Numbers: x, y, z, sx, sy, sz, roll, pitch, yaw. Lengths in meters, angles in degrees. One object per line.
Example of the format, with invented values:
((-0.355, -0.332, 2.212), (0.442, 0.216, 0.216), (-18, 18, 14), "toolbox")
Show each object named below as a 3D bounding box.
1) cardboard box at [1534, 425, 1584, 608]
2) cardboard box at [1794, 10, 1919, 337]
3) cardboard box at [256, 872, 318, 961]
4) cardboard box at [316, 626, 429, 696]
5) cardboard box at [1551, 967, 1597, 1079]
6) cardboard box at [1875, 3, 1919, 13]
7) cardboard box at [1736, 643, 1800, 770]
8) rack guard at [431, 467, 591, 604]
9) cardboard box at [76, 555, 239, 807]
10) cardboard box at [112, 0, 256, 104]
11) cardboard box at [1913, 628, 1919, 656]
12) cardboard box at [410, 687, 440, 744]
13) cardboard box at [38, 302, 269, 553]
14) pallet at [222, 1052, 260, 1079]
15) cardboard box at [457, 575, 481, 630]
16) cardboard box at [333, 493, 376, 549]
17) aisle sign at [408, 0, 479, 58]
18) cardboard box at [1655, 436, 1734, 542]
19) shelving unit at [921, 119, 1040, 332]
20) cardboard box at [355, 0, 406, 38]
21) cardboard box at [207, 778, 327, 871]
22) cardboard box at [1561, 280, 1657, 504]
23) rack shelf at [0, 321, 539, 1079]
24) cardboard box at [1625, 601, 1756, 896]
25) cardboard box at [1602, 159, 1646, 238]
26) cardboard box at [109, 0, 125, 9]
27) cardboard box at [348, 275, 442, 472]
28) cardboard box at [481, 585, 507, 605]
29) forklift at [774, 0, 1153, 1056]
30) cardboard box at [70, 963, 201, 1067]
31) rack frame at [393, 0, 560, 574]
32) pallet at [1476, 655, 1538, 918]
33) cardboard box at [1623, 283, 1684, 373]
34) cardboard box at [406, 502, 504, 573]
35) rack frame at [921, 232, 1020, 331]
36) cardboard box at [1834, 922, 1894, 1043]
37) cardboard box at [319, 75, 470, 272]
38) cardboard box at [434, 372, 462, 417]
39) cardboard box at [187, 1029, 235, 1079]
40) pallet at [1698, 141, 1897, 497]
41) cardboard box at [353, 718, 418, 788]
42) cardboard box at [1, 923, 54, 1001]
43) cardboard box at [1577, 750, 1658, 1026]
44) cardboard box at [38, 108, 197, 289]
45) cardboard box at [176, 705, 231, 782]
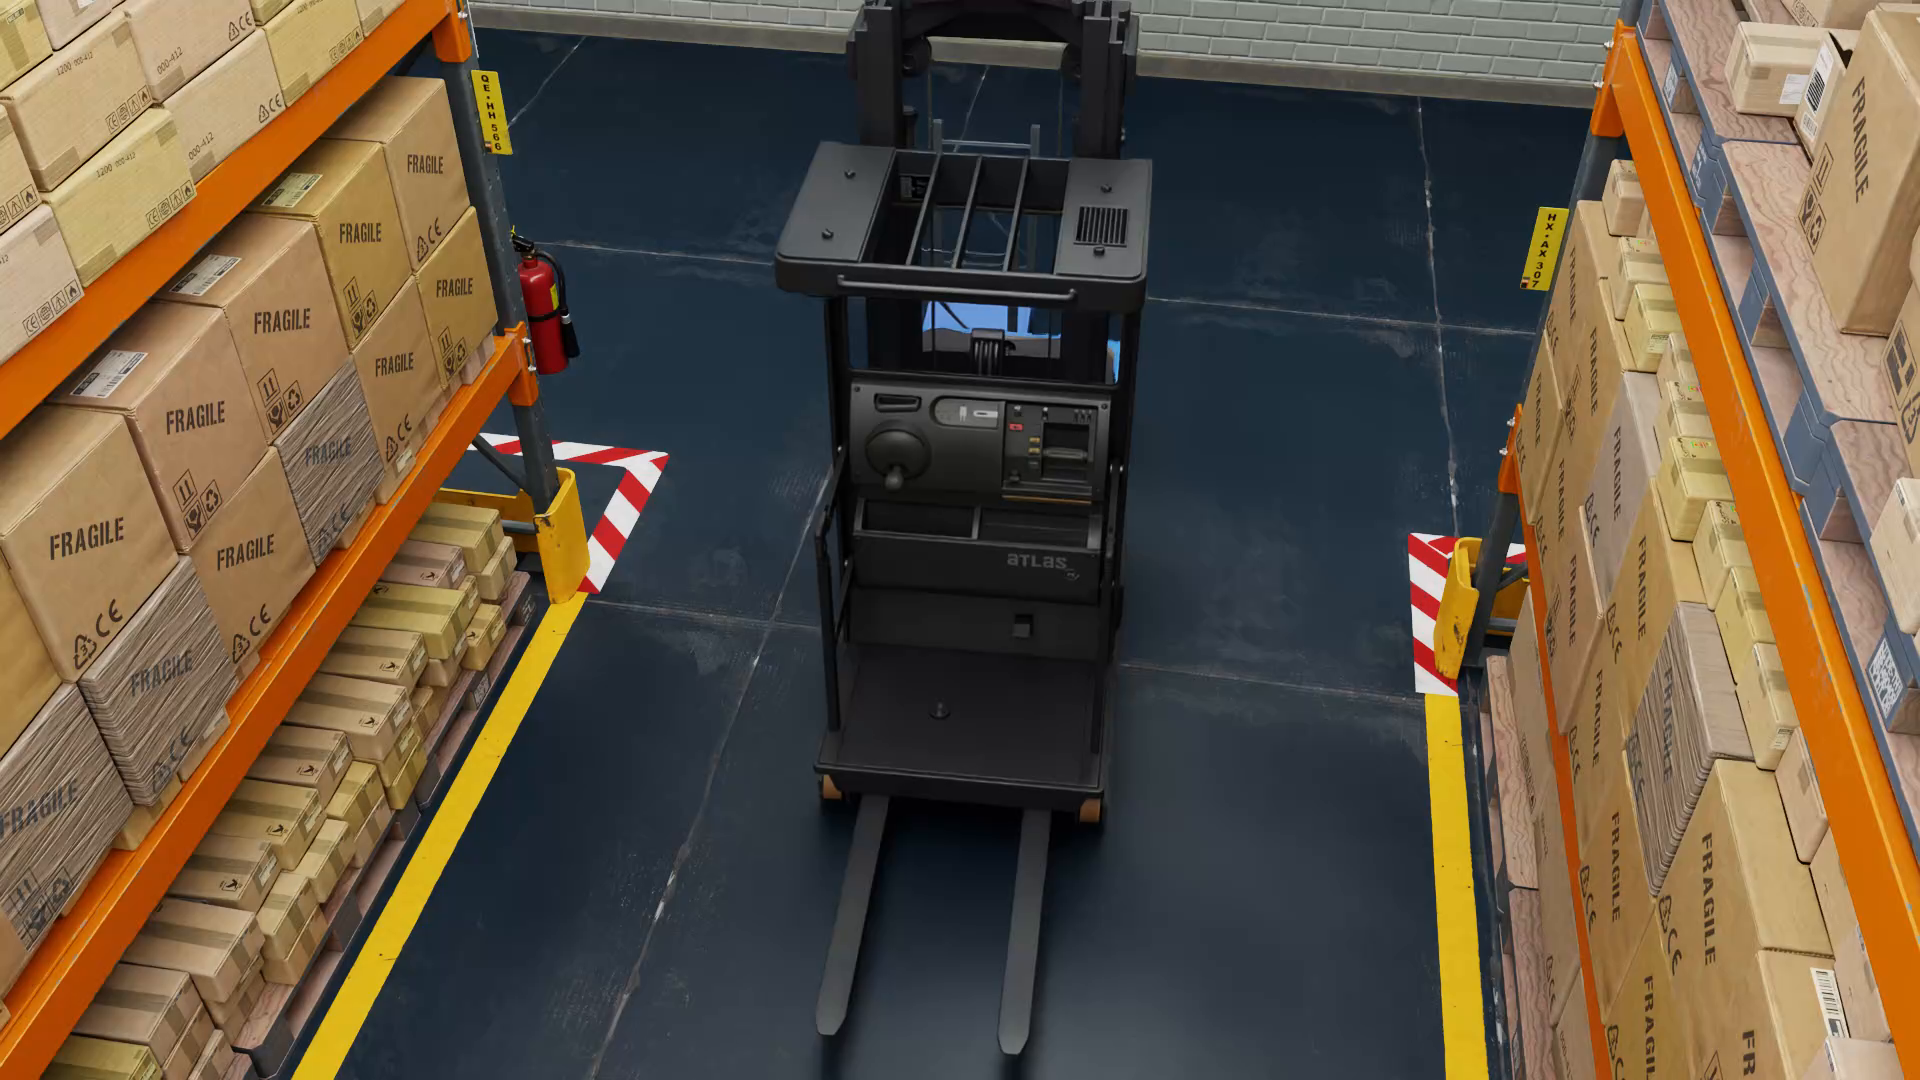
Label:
((2.193, -0.050, 5.378), (0.500, 0.500, 0.500), (6, 40, 7), "cardboard box")
((2.123, -0.748, 3.460), (0.500, 0.500, 0.500), (7, 40, 8), "cardboard box")
((-2.400, 1.240, 5.570), (0.380, 0.149, 0.250), (6, 40, 7), "cardboard box")
((-2.243, 0.467, 6.272), (0.380, 0.149, 0.250), (5, 40, 6), "cardboard box")
((2.296, 1.790, 4.912), (0.875, 0.438, 0.875), (5, 40, 6), "cardboard box")
((2.636, -1.297, 4.400), (0.380, 0.149, 0.250), (4, 40, 4), "cardboard box")
((1.906, 0.376, 3.570), (0.380, 0.149, 0.250), (6, 40, 7), "cardboard box")
((-2.287, -0.073, 7.446), (1.175, 0.500, 0.348), (6, 40, 8), "rack guard")
((-2.431, 0.367, 4.641), (0.500, 0.500, 0.500), (6, 40, 7), "cardboard box")
((-2.281, -1.416, 4.479), (0.500, 0.250, 0.500), (7, 40, 8), "cardboard box")
((1.722, 0.168, 2.536), (0.396, 0.266, 0.258), (8, 40, 9), "cardboard box")
((-2.265, 0.691, 6.467), (0.380, 0.149, 0.250), (7, 40, 8), "cardboard box")
((-2.365, -0.330, 4.699), (0.500, 0.500, 0.500), (5, 40, 6), "cardboard box")
((-2.885, 2.076, 5.074), (1.003, 0.211, 1.213), (6, 40, 8), "pallet")
((-2.182, 0.259, 6.757), (0.380, 0.149, 0.250), (6, 40, 7), "cardboard box")
((-2.256, -0.116, 5.733), (0.380, 0.149, 0.250), (5, 40, 6), "cardboard box")
((-1.966, -2.099, 5.894), (0.394, 0.787, 0.004), (6, 40, 8), "aisle sign")
((1.975, -0.115, 4.162), (0.380, 0.149, 0.250), (5, 40, 7), "cardboard box")
((0.062, -1.039, 7.829), (0.538, 1.500, 1.048), (4, 40, 5), "shelving unit")
((-2.092, -1.868, 5.419), (0.500, 0.250, 0.500), (6, 40, 7), "cardboard box")
((-2.407, 0.963, 5.673), (0.380, 0.149, 0.250), (7, 40, 8), "cardboard box")
((2.173, -0.431, 5.054), (0.500, 0.500, 0.500), (5, 40, 6), "cardboard box")
((-2.620, 0.448, 5.418), (1.077, 0.370, 4.000), (6, 40, 8), "rack shelf")
((1.911, 0.520, 3.904), (0.500, 0.500, 0.500), (7, 40, 8), "cardboard box")
((2.285, -1.083, 5.334), (0.380, 0.149, 0.250), (7, 40, 9), "cardboard box")
((-2.295, -1.487, 4.253), (0.380, 0.149, 0.250), (7, 40, 9), "cardboard box")
((-2.192, -0.604, 5.815), (0.500, 0.500, 0.500), (6, 40, 7), "cardboard box")
((-2.159, 0.206, 7.054), (0.380, 0.149, 0.250), (7, 40, 8), "cardboard box")
((0.045, -0.274, 5.781), (1.130, 2.935, 3.031), (4, 40, 5), "forklift")
((-2.578, 1.444, 5.090), (0.380, 0.149, 0.250), (5, 40, 7), "cardboard box")
((-2.274, -1.084, 6.707), (1.000, 3.000, 0.127), (6, 40, 8), "rack frame")
((2.558, 0.983, 6.395), (1.003, 0.211, 1.213), (6, 40, 8), "pallet")
((2.124, -0.593, 4.741), (0.380, 0.149, 0.250), (5, 40, 6), "cardboard box")
((-2.116, -0.016, 6.857), (0.380, 0.149, 0.250), (7, 40, 8), "cardboard box")
((0.002, -0.717, 7.440), (0.500, 1.500, 0.032), (4, 40, 5), "rack frame")
((1.819, 0.853, 2.992), (0.380, 0.149, 0.250), (7, 40, 9), "cardboard box")
((-2.108, -1.308, 5.881), (0.500, 0.500, 0.500), (6, 40, 7), "cardboard box")
((-2.132, -0.600, 6.318), (0.380, 0.149, 0.250), (6, 40, 8), "cardboard box")
((-2.554, 1.677, 5.276), (0.380, 0.149, 0.250), (6, 40, 7), "cardboard box")
((2.292, -0.489, 3.703), (1.003, 0.211, 1.213), (6, 40, 8), "pallet")
((-2.249, 0.754, 6.159), (0.380, 0.149, 0.250), (7, 40, 8), "cardboard box")
((-2.629, 1.038, 4.338), (0.380, 0.149, 0.250), (5, 40, 6), "cardboard box")
((1.912, 0.910, 4.217), (0.500, 0.500, 0.500), (6, 40, 7), "cardboard box")
((-2.345, -0.901, 4.249), (0.500, 0.250, 0.500), (8, 40, 10), "cardboard box")
((-2.415, 0.550, 4.928), (0.380, 0.149, 0.250), (8, 40, 10), "cardboard box")
